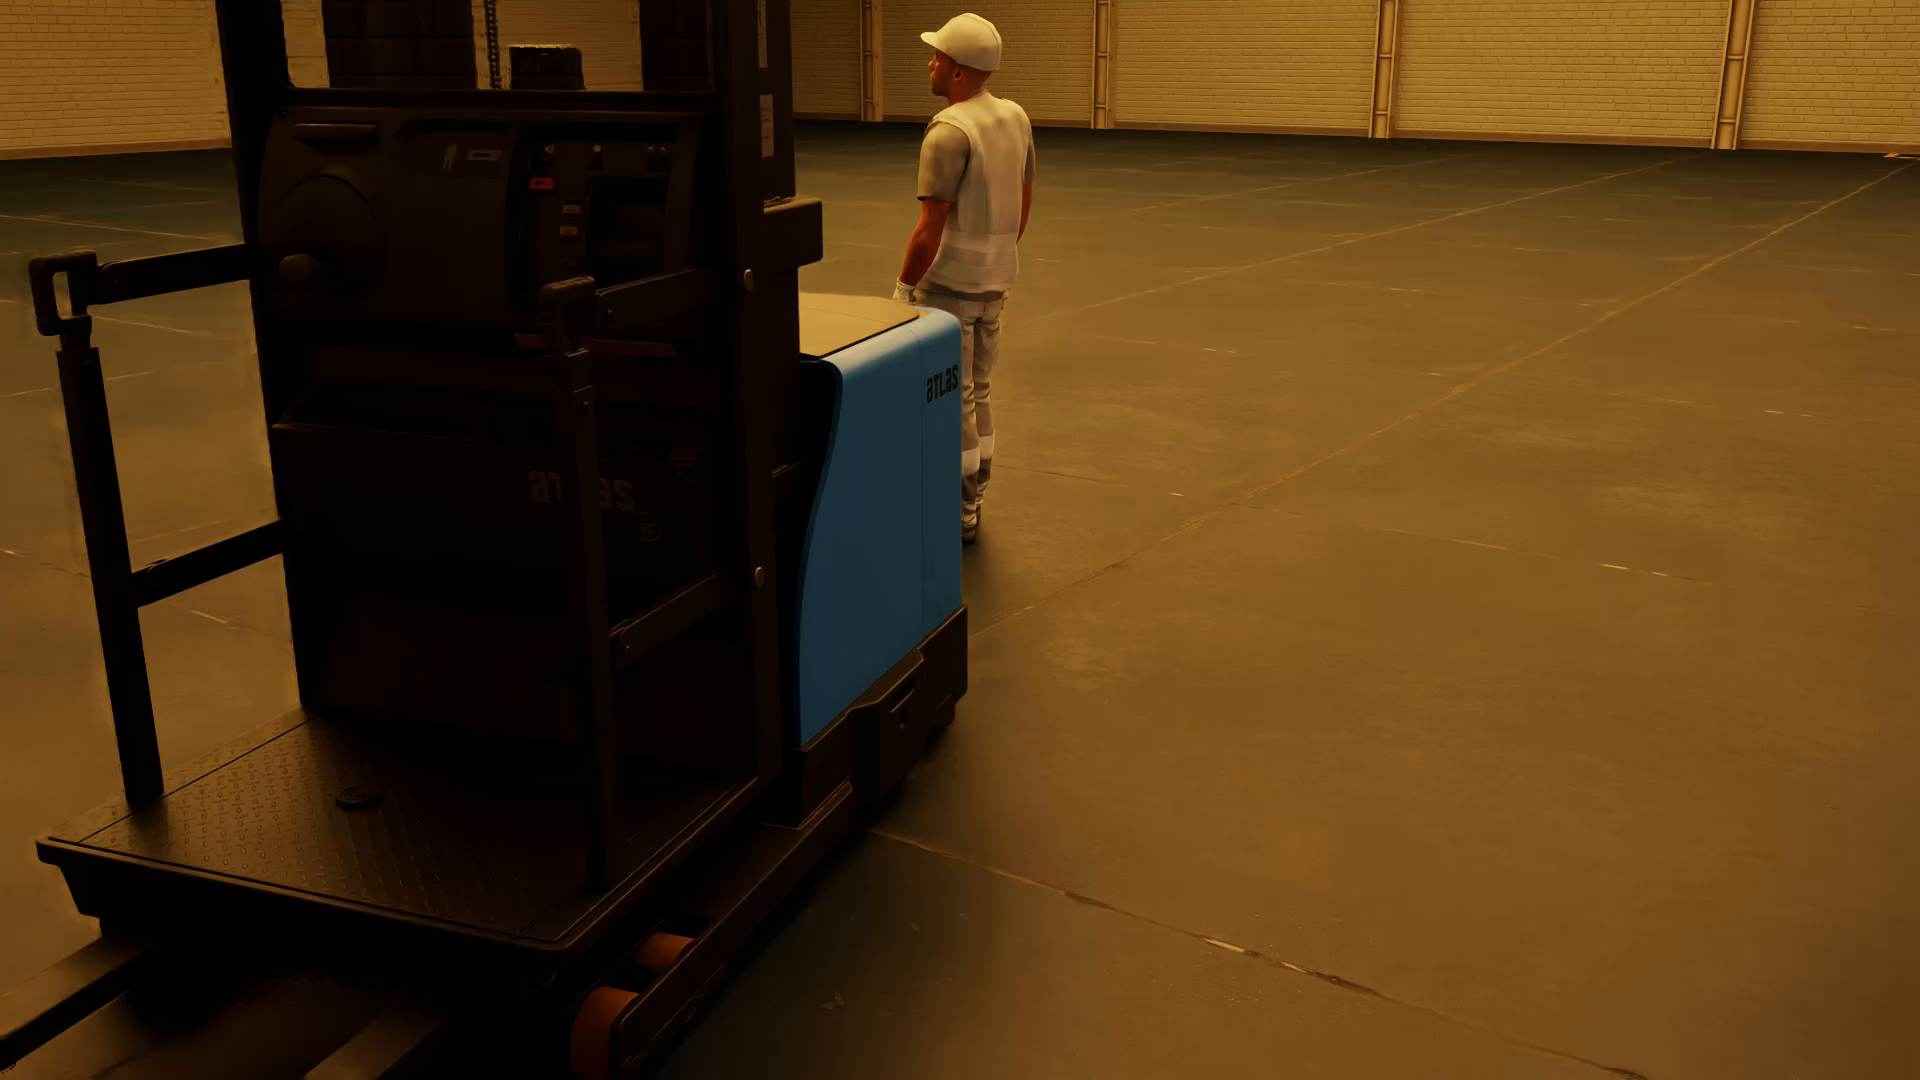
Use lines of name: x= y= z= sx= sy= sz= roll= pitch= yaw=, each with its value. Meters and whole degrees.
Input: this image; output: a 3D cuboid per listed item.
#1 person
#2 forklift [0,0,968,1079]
person: x=-0.061 y=-0.879 z=5.743 sx=0.562 sy=1.789 sz=0.638 roll=11 pitch=20 yaw=33
forklift: x=-0.963 y=-0.605 z=2.857 sx=1.130 sy=2.935 sz=3.031 roll=6 pitch=18 yaw=19
